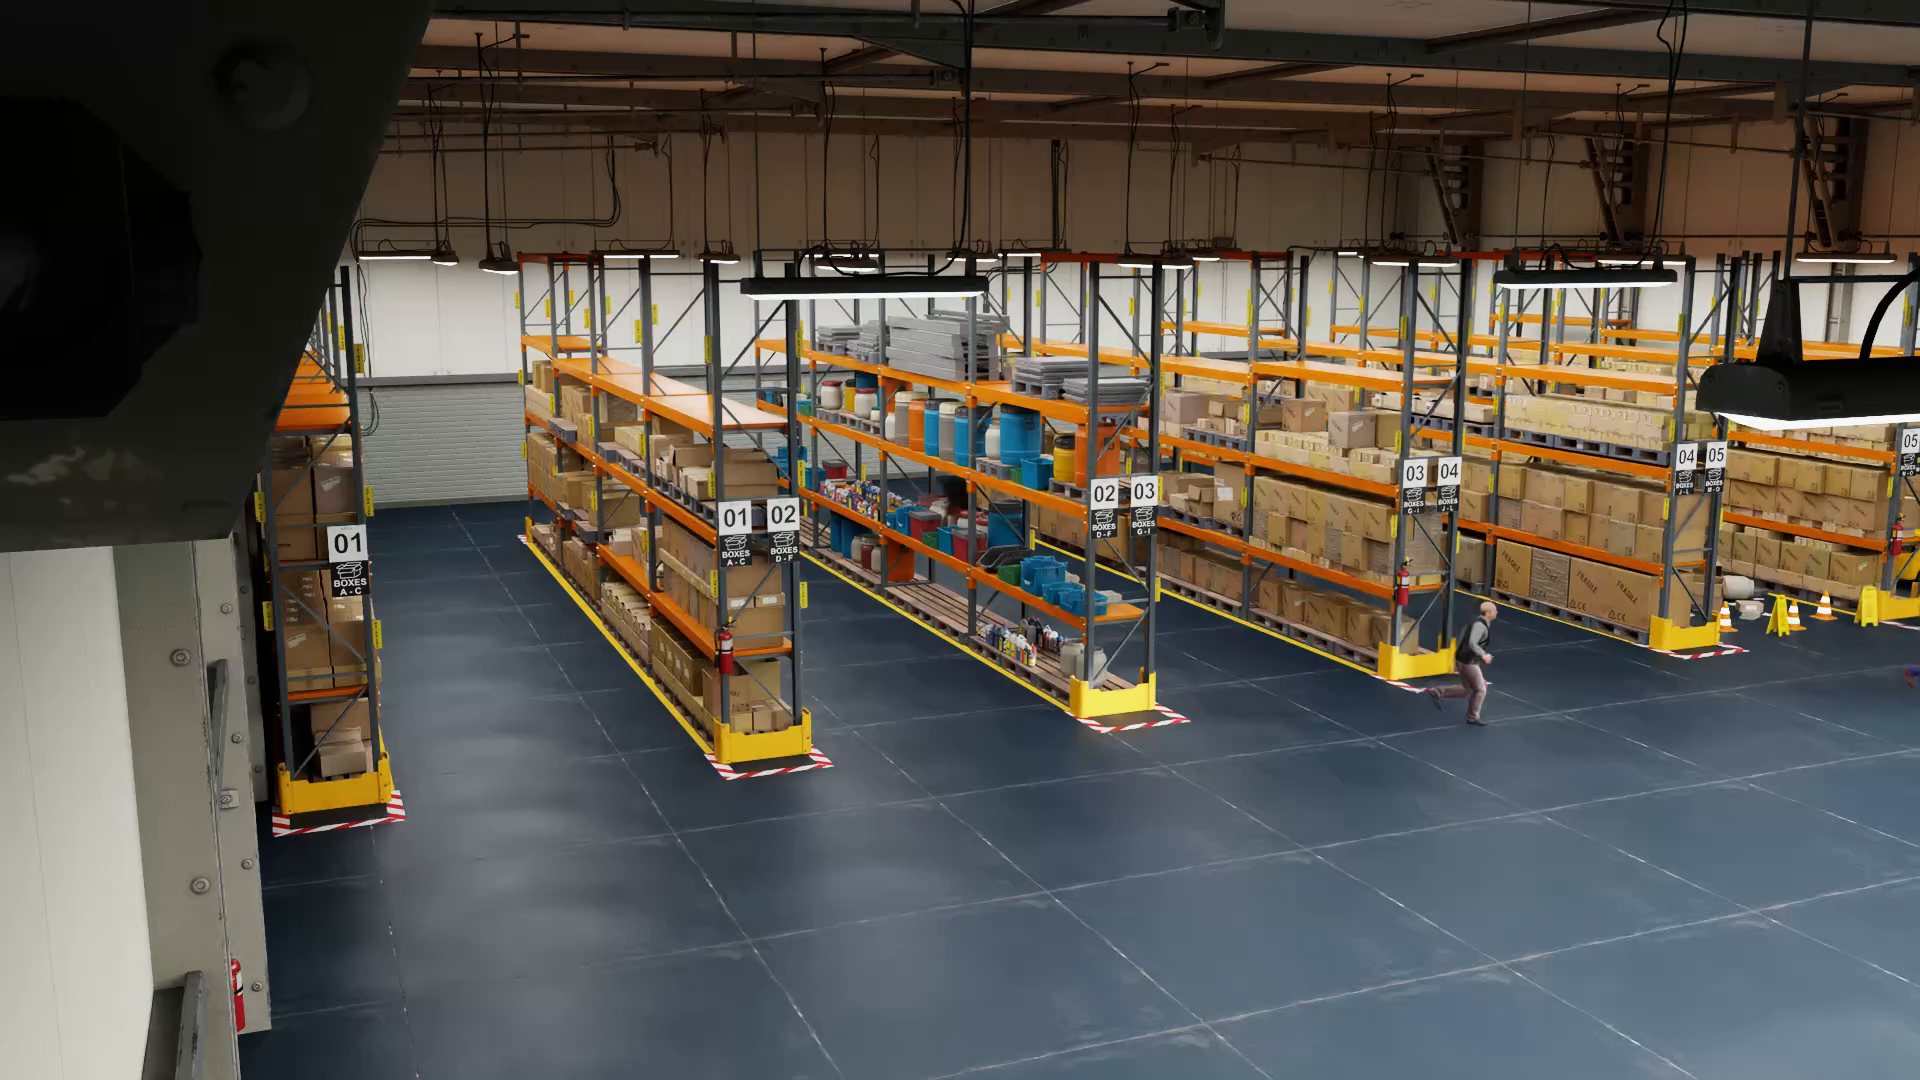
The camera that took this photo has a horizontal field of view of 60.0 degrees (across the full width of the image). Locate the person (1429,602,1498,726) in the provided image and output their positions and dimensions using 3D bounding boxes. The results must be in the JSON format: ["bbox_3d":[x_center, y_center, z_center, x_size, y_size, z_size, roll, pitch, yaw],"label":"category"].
[{"bbox_3d":[6.558,1.610,21.699,0.809,1.671,0.636,3,11,17],"label":"person"}]

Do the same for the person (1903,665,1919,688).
[{"bbox_3d":[13.478,1.453,22.882,0.827,1.602,0.606,5,11,25],"label":"person"}]
